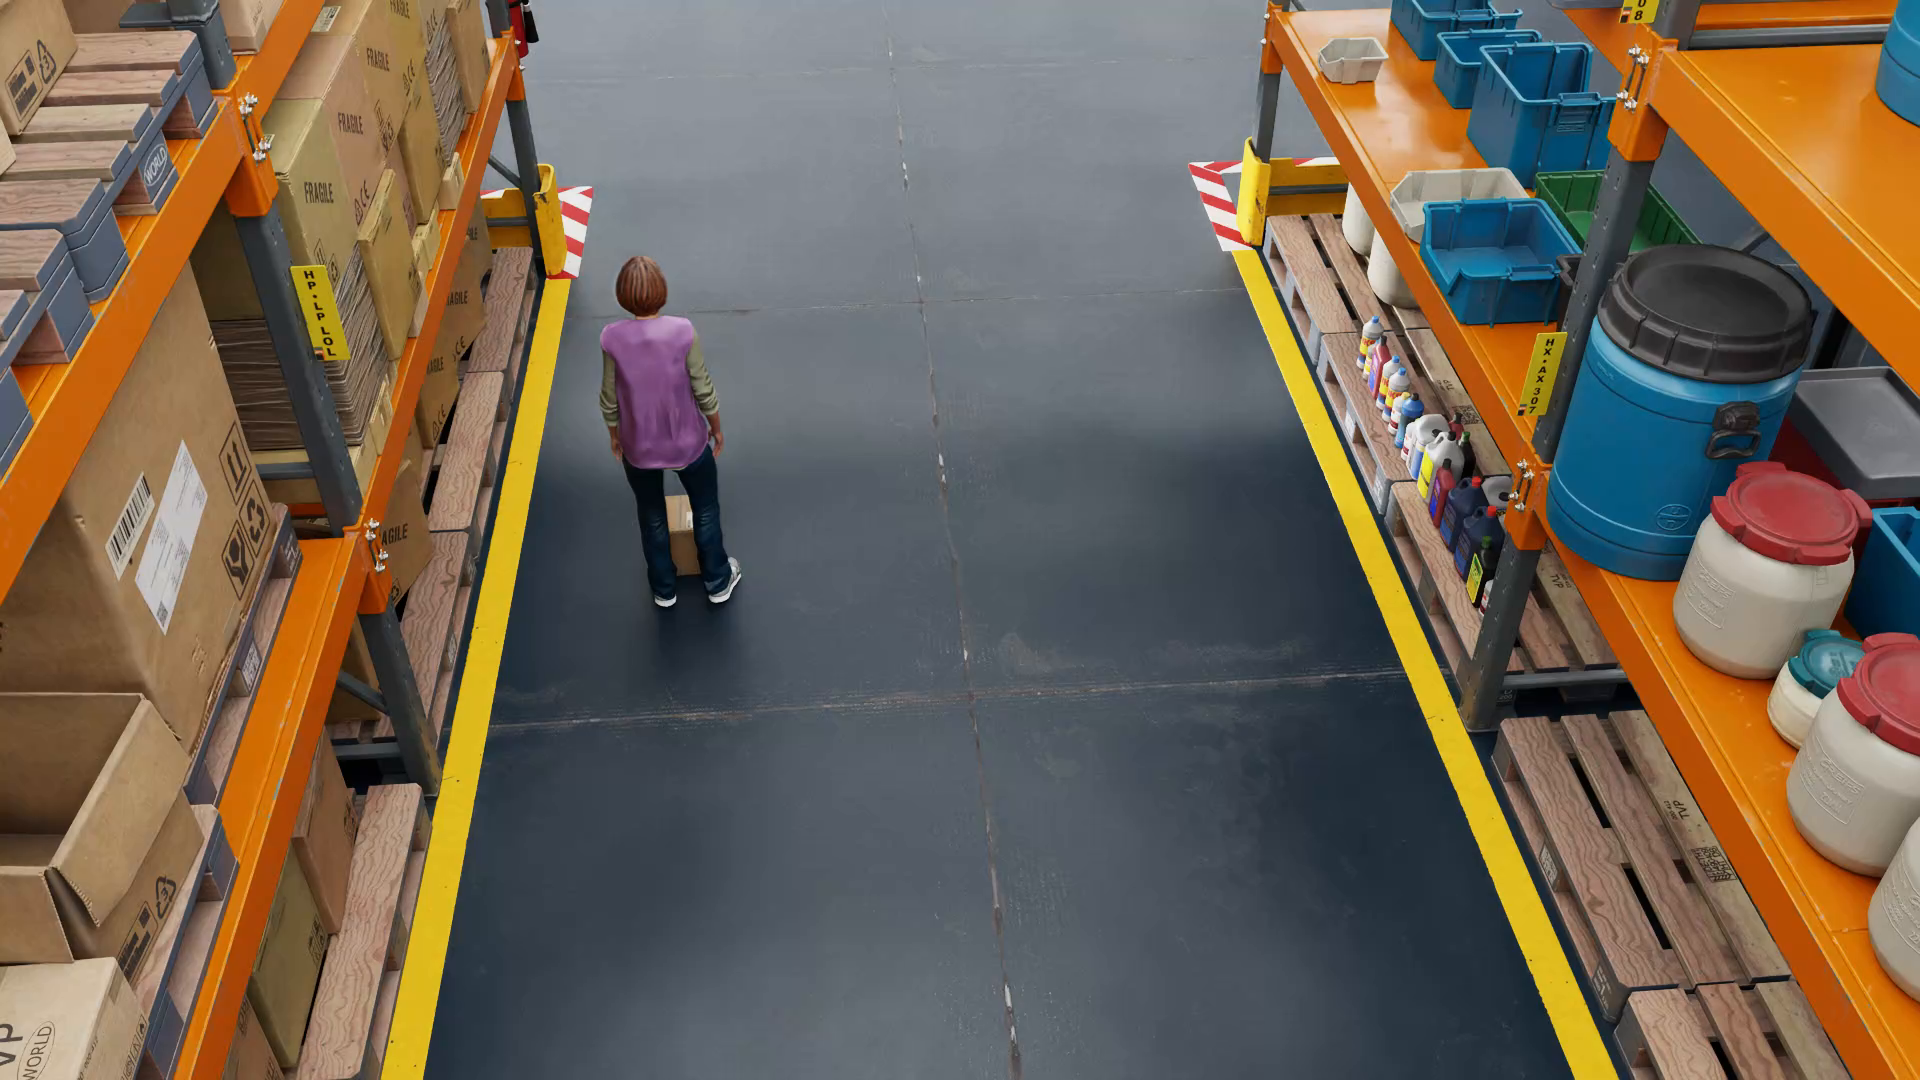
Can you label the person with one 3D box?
[{"bbox_3d":[-1.174,-0.388,6.632,0.462,1.593,0.343,-3,40,-3],"label":"person"}]
